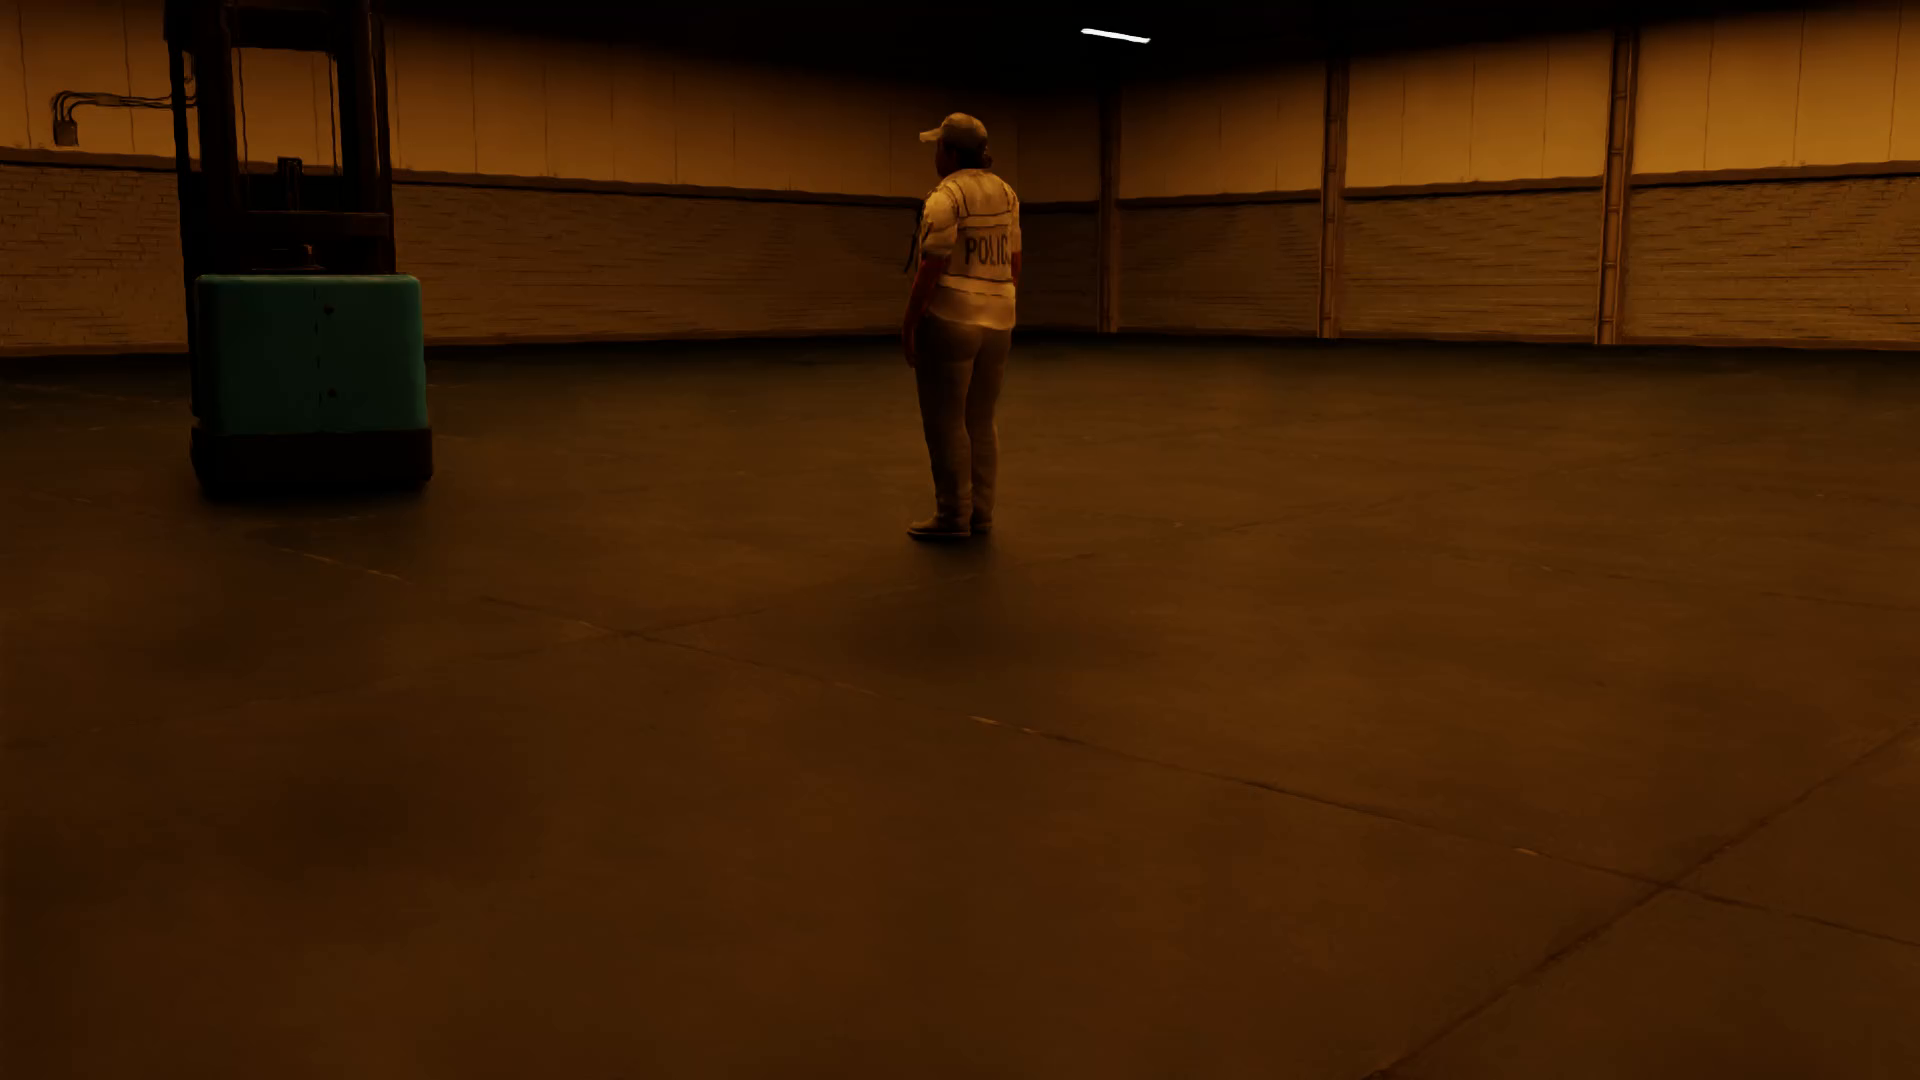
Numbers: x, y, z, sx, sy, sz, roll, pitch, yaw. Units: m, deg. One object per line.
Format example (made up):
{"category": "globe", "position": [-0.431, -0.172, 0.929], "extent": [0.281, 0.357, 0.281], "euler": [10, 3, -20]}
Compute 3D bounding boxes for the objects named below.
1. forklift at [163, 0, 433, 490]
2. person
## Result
{"category": "forklift", "position": [-3.784, -1.873, 9.313], "extent": [1.130, 2.935, 3.031], "euler": [-4, 10, -26]}
{"category": "person", "position": [-0.039, -0.842, 6.661], "extent": [0.529, 1.669, 0.598], "euler": [8, 12, 43]}
